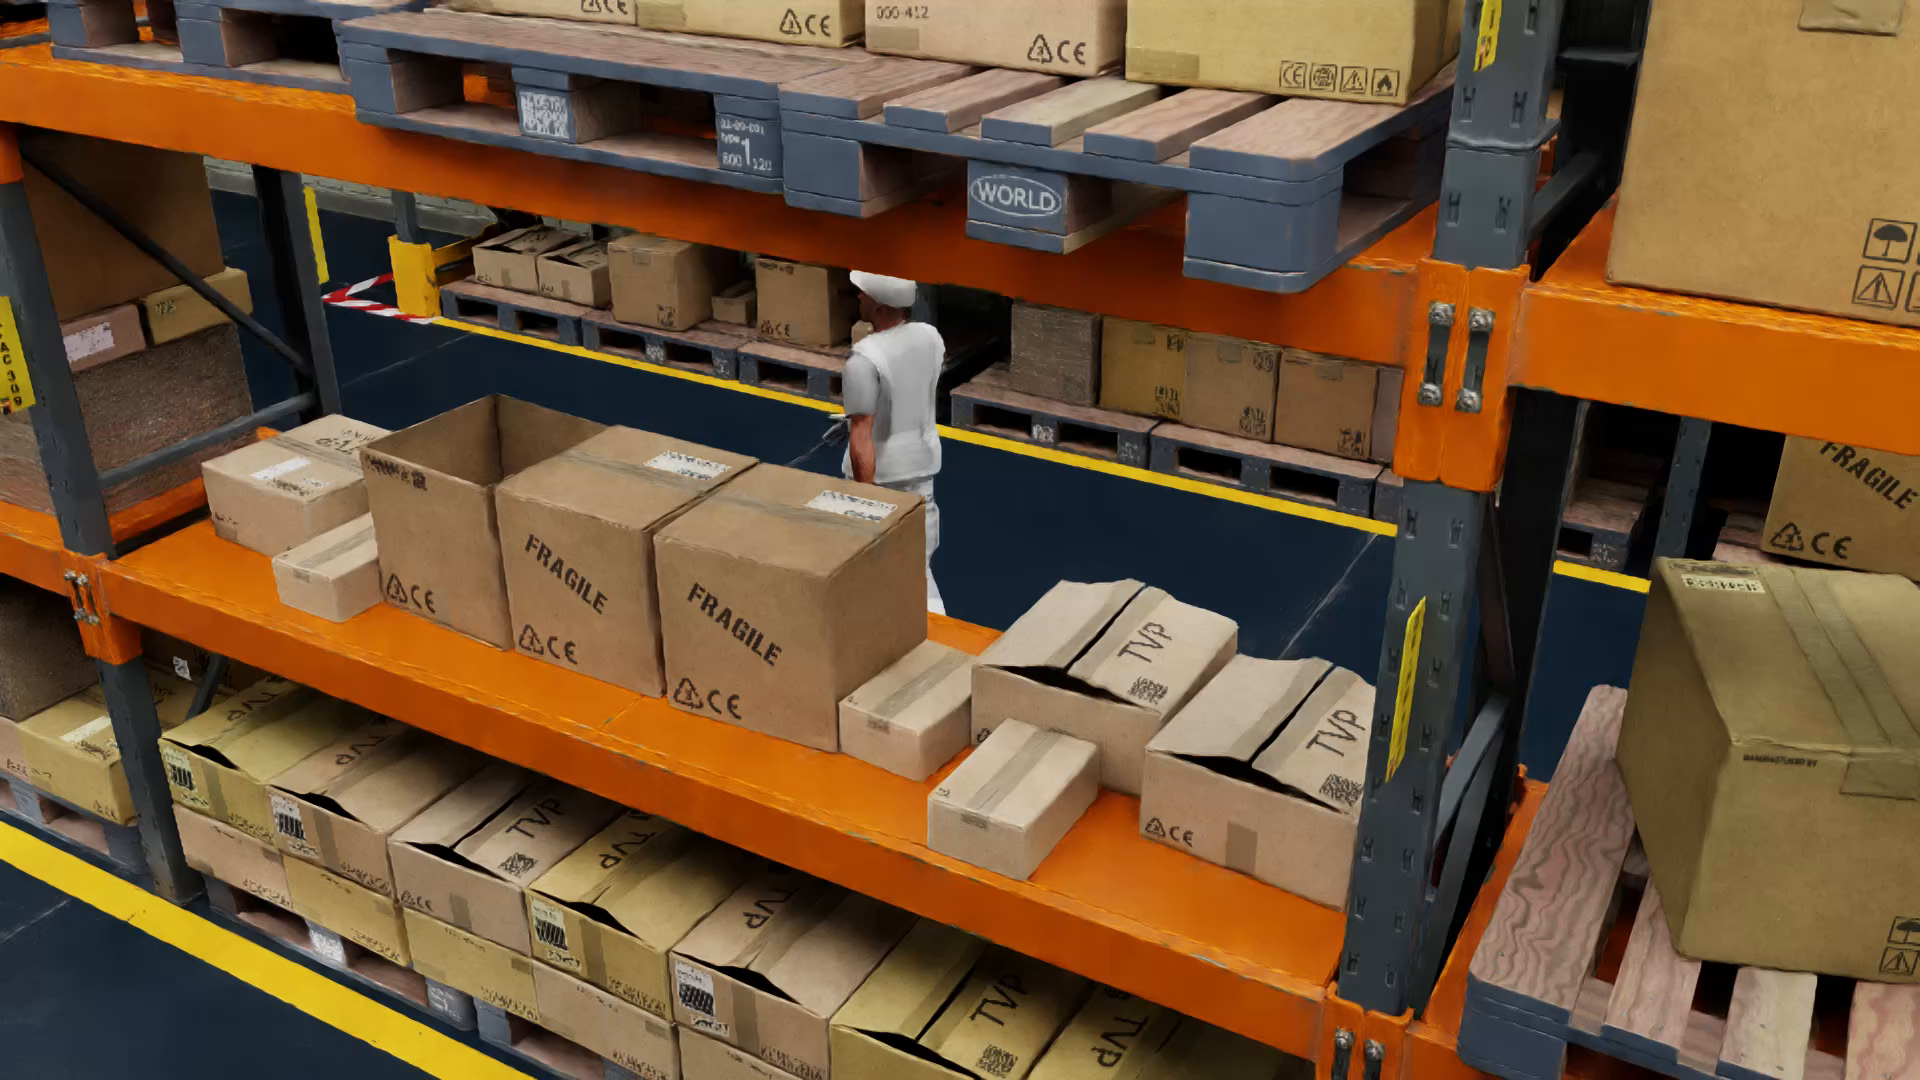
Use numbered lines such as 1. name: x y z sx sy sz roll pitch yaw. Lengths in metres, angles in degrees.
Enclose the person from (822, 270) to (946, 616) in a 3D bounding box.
1. person: -0.291 -0.274 6.682 0.547 1.739 1.069 -13 29 -25
